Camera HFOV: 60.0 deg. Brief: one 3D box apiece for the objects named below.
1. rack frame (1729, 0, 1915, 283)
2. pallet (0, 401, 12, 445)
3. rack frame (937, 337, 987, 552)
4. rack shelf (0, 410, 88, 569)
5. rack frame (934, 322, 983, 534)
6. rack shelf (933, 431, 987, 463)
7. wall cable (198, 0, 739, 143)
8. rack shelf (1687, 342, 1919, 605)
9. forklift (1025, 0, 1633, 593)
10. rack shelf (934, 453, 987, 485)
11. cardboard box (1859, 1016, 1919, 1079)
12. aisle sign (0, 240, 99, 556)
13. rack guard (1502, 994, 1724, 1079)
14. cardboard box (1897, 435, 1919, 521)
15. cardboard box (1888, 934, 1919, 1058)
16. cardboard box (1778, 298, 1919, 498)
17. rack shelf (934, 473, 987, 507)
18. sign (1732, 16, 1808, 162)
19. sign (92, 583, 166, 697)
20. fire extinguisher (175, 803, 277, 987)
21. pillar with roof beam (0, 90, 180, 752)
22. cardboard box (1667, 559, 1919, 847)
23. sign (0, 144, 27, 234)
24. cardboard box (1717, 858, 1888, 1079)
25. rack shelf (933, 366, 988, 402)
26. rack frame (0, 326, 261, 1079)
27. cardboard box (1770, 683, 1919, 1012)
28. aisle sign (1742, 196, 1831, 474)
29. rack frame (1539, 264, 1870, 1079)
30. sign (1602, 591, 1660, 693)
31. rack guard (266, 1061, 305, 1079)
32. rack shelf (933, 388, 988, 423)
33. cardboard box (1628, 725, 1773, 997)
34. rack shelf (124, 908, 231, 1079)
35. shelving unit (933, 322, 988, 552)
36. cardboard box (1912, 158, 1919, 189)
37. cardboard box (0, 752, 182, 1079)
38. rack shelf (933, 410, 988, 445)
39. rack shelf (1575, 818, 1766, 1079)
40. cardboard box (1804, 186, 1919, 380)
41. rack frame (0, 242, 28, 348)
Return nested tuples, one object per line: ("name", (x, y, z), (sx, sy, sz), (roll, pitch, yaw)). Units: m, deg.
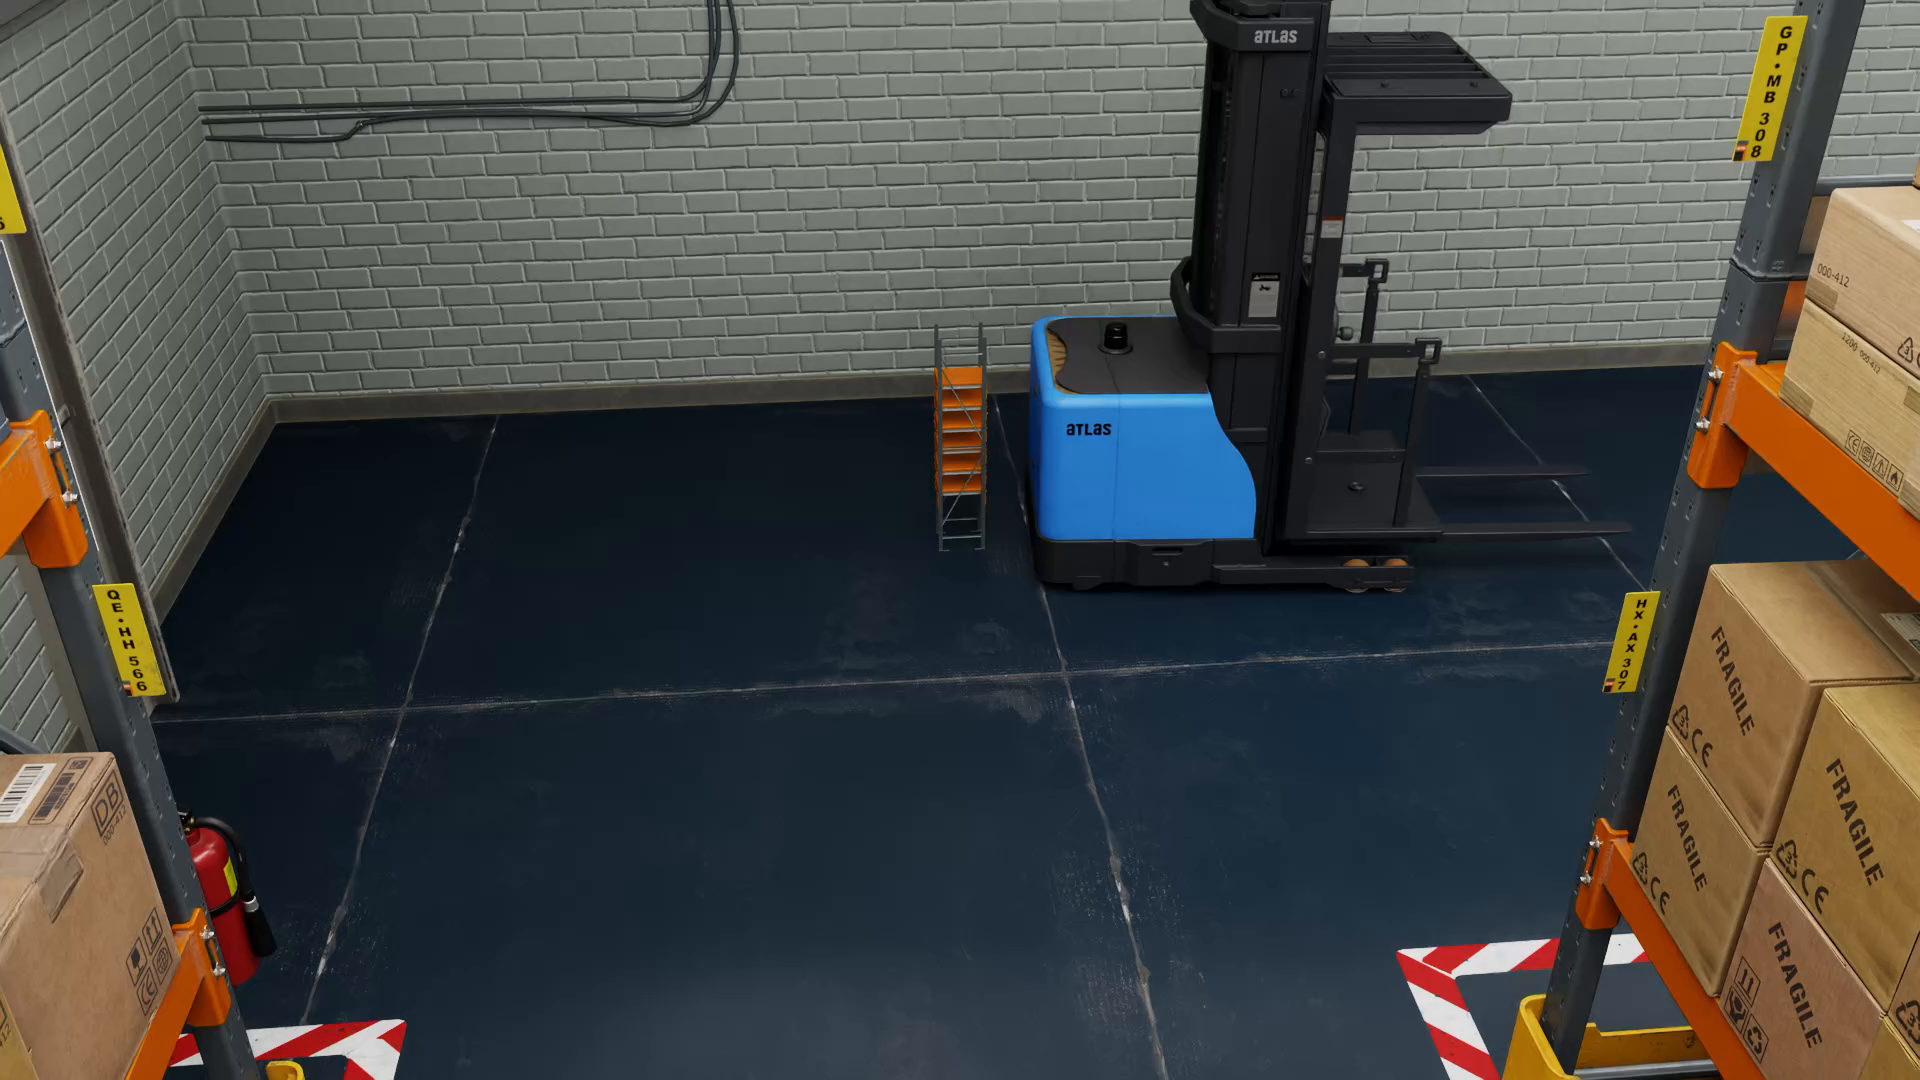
("rack frame", (2.364, -1.950, 3.240), (1.000, 3.000, 0.127), (-3, 31, -5))
("pallet", (-2.488, -0.007, 2.998), (1.003, 0.211, 1.213), (-3, 31, -5))
("rack frame", (0.010, -0.461, 8.352), (0.240, 1.200, 0.006), (-3, 31, -5))
("rack shelf", (-2.381, 0.907, 2.083), (1.077, 0.370, 4.000), (-3, 31, -5))
("rack frame", (-0.007, -0.554, 8.508), (0.240, 1.200, 0.006), (-3, 31, -5))
("rack shelf", (0.001, -0.470, 8.453), (0.258, 0.103, 0.180), (-3, 31, -5))
("wall cable", (-2.740, -3.283, 8.499), (3.097, 2.526, 0.112), (-3, 31, -5))
("rack shelf", (2.551, 0.667, 2.484), (1.077, 0.370, 4.000), (-3, 31, -5))
("forklift", (1.880, -1.267, 8.013), (3.031, 2.935, 1.130), (-1, 31, -1))
("rack shelf", (0.001, -0.367, 8.514), (0.258, 0.103, 0.180), (-3, 31, -5))
("cardboard box", (2.240, 1.341, 3.482), (0.500, 0.500, 0.500), (-3, 31, -5))
("aisle sign", (-2.276, -0.303, 3.797), (0.394, 0.787, 0.004), (-3, 31, -5))
("rack guard", (2.371, 1.737, 5.354), (1.175, 0.500, 0.348), (-3, 31, -5))
("cardboard box", (2.193, -0.068, 3.159), (0.500, 0.250, 0.500), (-3, 31, -5))
("cardboard box", (2.241, 0.914, 3.221), (0.500, 0.500, 0.500), (-2, 31, -4))
("cardboard box", (2.159, -0.324, 3.588), (0.500, 0.250, 0.500), (-3, 31, -5))
("rack shelf", (0.001, -0.264, 8.576), (0.258, 0.103, 0.180), (-3, 31, -5))
("sign", (1.824, -1.012, 3.741), (0.100, 0.325, 0.005), (-3, 31, -5))
("sign", (-2.026, 0.247, 4.052), (0.100, 0.325, 0.005), (-3, 31, -5))
("fire extinguisher", (-2.122, 0.959, 4.659), (0.296, 0.674, 0.183), (-3, 31, -5))
("pillar with roof beam", (0.605, -3.254, 5.423), (9.100, 9.000, 0.400), (-3, 31, -5))
("cardboard box", (2.143, 0.392, 4.096), (0.500, 0.500, 0.500), (-2, 31, -3))
("sign", (-2.026, -0.788, 3.433), (0.100, 0.325, 0.005), (-3, 31, -5))
("cardboard box", (2.196, 1.085, 3.911), (0.500, 0.500, 0.500), (-3, 31, -5))
("rack shelf", (0.001, -0.779, 8.268), (0.258, 0.103, 0.180), (-3, 31, -5))
("rack frame", (-2.568, 0.864, 4.378), (1.000, 3.000, 0.127), (-3, 31, -5))
("cardboard box", (2.199, 0.659, 3.649), (0.500, 0.500, 0.500), (-2, 31, -4))
("aisle sign", (2.065, -0.512, 4.146), (0.394, 0.787, 0.004), (-3, 31, -5))
("rack frame", (2.364, 0.625, 4.778), (1.000, 3.000, 0.127), (-3, 31, -5))
("sign", (1.824, 0.280, 4.512), (0.100, 0.325, 0.005), (-3, 31, -5))
("rack guard", (-2.570, 1.925, 5.039), (1.175, 0.500, 0.348), (-3, 31, -5))
("rack shelf", (0.001, -0.676, 8.330), (0.258, 0.103, 0.180), (-3, 31, -5))
("cardboard box", (2.143, 0.821, 4.352), (0.500, 0.500, 0.500), (-2, 31, -4))
("rack shelf", (-2.381, 2.194, 2.853), (1.077, 0.370, 4.000), (-3, 31, -5))
("shelving unit", (0.001, -0.508, 8.430), (0.258, 1.200, 0.189), (-3, 31, -5))
("cardboard box", (2.428, -0.873, 3.289), (0.700, 0.500, 0.500), (-3, 31, -5))
("cardboard box", (-2.510, 0.996, 3.866), (0.980, 0.700, 0.700), (-1, 31, -2))
("rack shelf", (0.001, -0.573, 8.391), (0.258, 0.103, 0.180), (-3, 31, -5))
("rack shelf", (2.551, 1.955, 3.253), (1.077, 0.370, 4.000), (-3, 31, -5))
("cardboard box", (2.153, -0.538, 3.459), (0.500, 0.250, 0.500), (-3, 31, -5))
("rack frame", (-2.568, -1.711, 2.839), (1.000, 3.000, 0.127), (-3, 31, -5))
